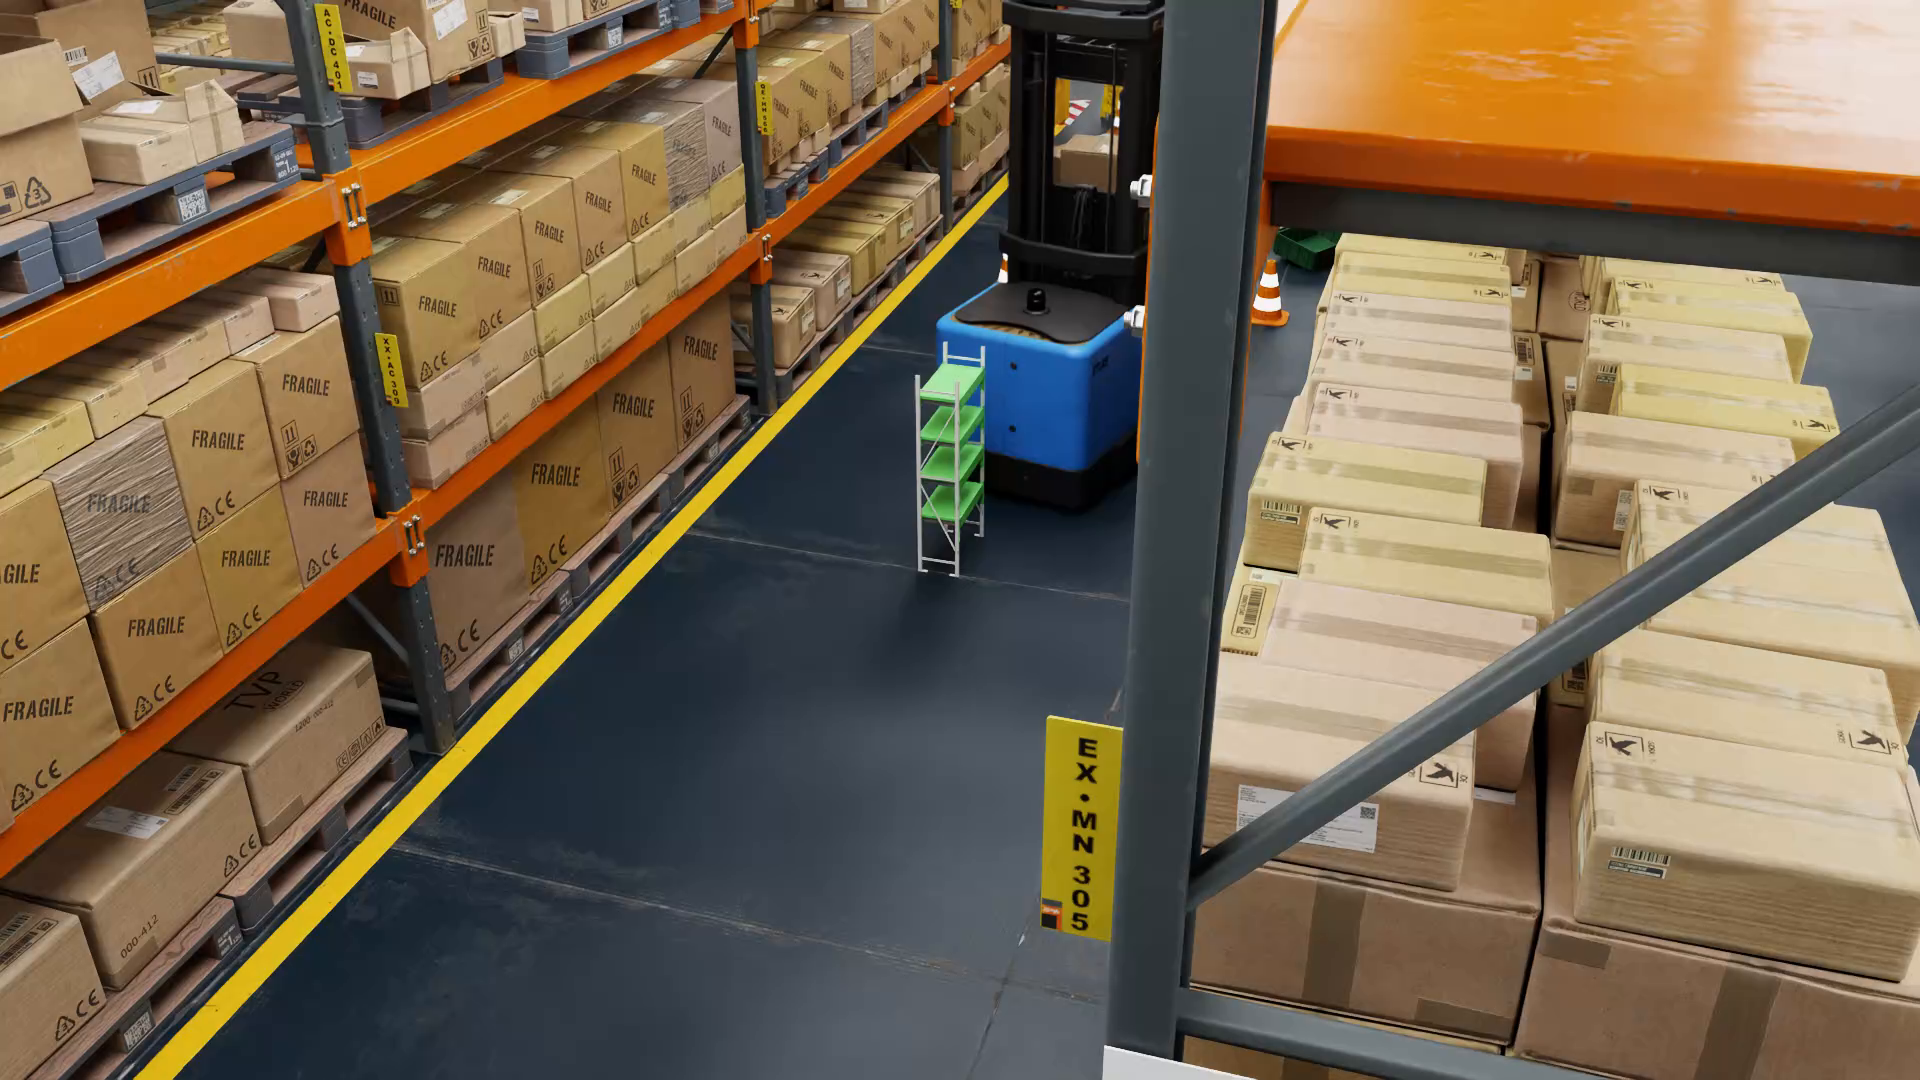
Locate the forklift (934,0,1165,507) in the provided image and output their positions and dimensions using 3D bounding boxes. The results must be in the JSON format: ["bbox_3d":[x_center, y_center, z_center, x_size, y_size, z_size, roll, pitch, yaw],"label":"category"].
[{"bbox_3d":[1.002,-2.160,10.617,1.130,2.935,3.031,15,33,25],"label":"forklift"}]

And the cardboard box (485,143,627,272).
[{"bbox_3d":[-2.090,-1.733,8.649,0.500,0.500,0.500,8,30,14],"label":"cardboard box"}]

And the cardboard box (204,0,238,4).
[{"bbox_3d":[-6.043,-4.409,13.820,0.380,0.149,0.250,8,30,14],"label":"cardboard box"}]

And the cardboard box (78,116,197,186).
[{"bbox_3d":[-2.872,-1.338,5.708,0.380,0.149,0.250,9,30,16],"label":"cardboard box"}]

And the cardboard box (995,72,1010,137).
[{"bbox_3d":[0.167,-4.129,15.713,0.500,0.500,0.500,10,31,17],"label":"cardboard box"}]

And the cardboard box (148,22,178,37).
[{"bbox_3d":[-6.322,-3.931,12.961,0.380,0.149,0.250,8,30,15],"label":"cardboard box"}]

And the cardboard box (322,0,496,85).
[{"bbox_3d":[-2.376,-2.281,7.145,0.500,0.500,0.500,8,30,14],"label":"cardboard box"}]

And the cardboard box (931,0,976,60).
[{"bbox_3d":[-0.169,-4.431,14.221,0.500,0.500,0.500,8,30,15],"label":"cardboard box"}]

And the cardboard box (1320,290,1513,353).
[{"bbox_3d":[0.965,-0.403,3.534,0.380,0.149,0.250,8,30,13],"label":"cardboard box"}]

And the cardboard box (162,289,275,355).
[{"bbox_3d":[-2.880,-0.844,6.382,0.380,0.149,0.250,9,30,16],"label":"cardboard box"}]

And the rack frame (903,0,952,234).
[{"bbox_3d":[-0.564,-4.093,14.022,1.000,3.000,0.127,8,30,15],"label":"rack frame"}]

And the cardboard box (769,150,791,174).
[{"bbox_3d":[-1.350,-2.559,11.091,0.380,0.149,0.250,7,30,12],"label":"cardboard box"}]

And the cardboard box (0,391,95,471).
[{"bbox_3d":[-3.134,-0.366,5.523,0.380,0.149,0.250,8,30,14],"label":"cardboard box"}]

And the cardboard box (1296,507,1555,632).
[{"bbox_3d":[0.732,0.089,2.649,0.380,0.149,0.250,8,30,13],"label":"cardboard box"}]

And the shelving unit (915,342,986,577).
[{"bbox_3d":[-0.049,-0.447,9.320,0.258,1.200,0.503,8,30,15],"label":"shelving unit"}]

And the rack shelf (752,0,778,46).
[{"bbox_3d":[-1.151,-4.160,11.797,1.077,0.370,4.000,8,30,15],"label":"rack shelf"}]

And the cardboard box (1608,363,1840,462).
[{"bbox_3d":[1.444,-0.201,3.170,0.380,0.149,0.250,9,30,16],"label":"cardboard box"}]

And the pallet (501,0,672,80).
[{"bbox_3d":[-2.202,-2.635,8.511,1.003,0.211,1.213,10,31,17],"label":"pallet"}]

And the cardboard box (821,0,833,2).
[{"bbox_3d":[-1.122,-4.040,13.087,0.500,0.500,0.500,9,30,15],"label":"cardboard box"}]

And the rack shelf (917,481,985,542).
[{"bbox_3d":[-0.049,-0.182,9.468,0.258,0.148,0.480,8,30,15],"label":"rack shelf"}]

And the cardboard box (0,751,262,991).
[{"bbox_3d":[-3.461,1.254,6.615,0.875,0.438,0.875,8,30,13],"label":"cardboard box"}]

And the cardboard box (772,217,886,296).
[{"bbox_3d":[-1.126,-2.226,12.937,0.950,0.372,0.625,10,30,17],"label":"cardboard box"}]

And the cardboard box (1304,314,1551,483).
[{"bbox_3d":[1.028,-0.279,3.721,0.500,0.250,0.500,7,30,13],"label":"cardboard box"}]

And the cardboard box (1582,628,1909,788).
[{"bbox_3d":[1.080,0.271,2.321,0.380,0.149,0.250,10,31,17],"label":"cardboard box"}]

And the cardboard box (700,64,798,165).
[{"bbox_3d":[-1.385,-2.767,10.798,0.500,0.500,0.500,8,30,13],"label":"cardboard box"}]

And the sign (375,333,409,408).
[{"bbox_3d":[-2.381,-0.710,6.968,0.100,0.325,0.005,8,30,15],"label":"sign"}]

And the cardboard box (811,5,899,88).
[{"bbox_3d":[-0.782,-3.733,12.534,0.500,0.500,0.500,10,30,17],"label":"cardboard box"}]

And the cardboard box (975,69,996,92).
[{"bbox_3d":[0.110,-4.210,15.191,0.380,0.149,0.250,10,31,17],"label":"cardboard box"}]

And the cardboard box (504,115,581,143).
[{"bbox_3d":[-2.420,-2.050,9.219,0.500,0.500,0.500,9,30,16],"label":"cardboard box"}]

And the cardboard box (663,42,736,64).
[{"bbox_3d":[-1.729,-3.084,11.367,0.500,0.500,0.500,8,30,14],"label":"cardboard box"}]

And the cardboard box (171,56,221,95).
[{"bbox_3d":[-5.973,-3.497,12.591,0.500,0.250,0.500,9,30,16],"label":"cardboard box"}]

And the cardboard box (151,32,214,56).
[{"bbox_3d":[-5.917,-3.744,12.625,0.380,0.149,0.250,9,30,15],"label":"cardboard box"}]

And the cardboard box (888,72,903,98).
[{"bbox_3d":[-0.658,-3.524,12.826,0.380,0.149,0.250,9,30,15],"label":"cardboard box"}]

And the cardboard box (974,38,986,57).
[{"bbox_3d":[0.014,-4.446,14.916,0.380,0.149,0.250,9,30,16],"label":"cardboard box"}]

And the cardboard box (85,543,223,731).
[{"bbox_3d":[-3.083,0.309,6.006,0.500,0.500,0.500,8,30,14],"label":"cardboard box"}]

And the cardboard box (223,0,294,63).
[{"bbox_3d":[-2.854,-2.270,7.319,0.500,0.311,0.500,8,30,15],"label":"cardboard box"}]

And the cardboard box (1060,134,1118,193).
[{"bbox_3d":[1.146,-3.091,14.014,0.500,0.500,0.500,8,30,15],"label":"cardboard box"}]

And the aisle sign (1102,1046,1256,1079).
[{"bbox_3d":[0.367,0.998,2.196,0.394,0.787,0.004,8,30,15],"label":"aisle sign"}]

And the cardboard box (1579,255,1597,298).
[{"bbox_3d":[1.721,-0.684,4.038,0.380,0.149,0.250,7,30,13],"label":"cardboard box"}]

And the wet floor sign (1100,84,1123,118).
[{"bbox_3d":[1.689,-4.859,17.820,0.267,0.644,0.232,20,35,32],"label":"wet floor sign"}]

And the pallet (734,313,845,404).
[{"bbox_3d":[-1.508,-1.378,12.011,1.003,0.211,1.213,8,30,15],"label":"pallet"}]

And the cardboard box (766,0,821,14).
[{"bbox_3d":[-1.261,-4.046,12.429,0.380,0.149,0.250,10,31,18],"label":"cardboard box"}]

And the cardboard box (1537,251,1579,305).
[{"bbox_3d":[1.793,-0.689,4.457,0.500,0.250,0.500,7,30,13],"label":"cardboard box"}]

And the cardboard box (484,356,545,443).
[{"bbox_3d":[-2.380,-0.717,8.108,0.500,0.250,0.500,8,30,14],"label":"cardboard box"}]

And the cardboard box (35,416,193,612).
[{"bbox_3d":[-3.084,-0.125,5.757,0.500,0.500,0.500,9,30,16],"label":"cardboard box"}]

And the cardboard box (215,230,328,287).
[{"bbox_3d":[-3.021,-1.099,7.509,0.500,0.500,0.500,9,30,16],"label":"cardboard box"}]

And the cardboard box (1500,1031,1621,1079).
[{"bbox_3d":[1.051,0.726,2.429,0.500,0.250,0.500,10,30,17],"label":"cardboard box"}]

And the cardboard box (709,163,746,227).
[{"bbox_3d":[-1.638,-2.126,10.125,0.500,0.250,0.500,8,30,15],"label":"cardboard box"}]

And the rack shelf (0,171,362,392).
[{"bbox_3d":[-3.499,-0.442,5.114,1.077,0.370,4.000,8,30,15],"label":"rack shelf"}]

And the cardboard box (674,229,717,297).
[{"bbox_3d":[-1.773,-1.657,9.797,0.500,0.250,0.500,9,30,16],"label":"cardboard box"}]

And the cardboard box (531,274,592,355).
[{"bbox_3d":[-2.214,-1.169,8.406,0.500,0.250,0.500,9,30,16],"label":"cardboard box"}]

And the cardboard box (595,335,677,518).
[{"bbox_3d":[-2.286,-0.766,9.795,0.875,0.875,0.875,9,30,15],"label":"cardboard box"}]

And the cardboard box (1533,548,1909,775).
[{"bbox_3d":[1.205,0.270,2.734,0.500,0.250,0.500,8,30,14],"label":"cardboard box"}]

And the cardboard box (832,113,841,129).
[{"bbox_3d":[-1.083,-3.064,11.999,0.380,0.149,0.250,10,31,17],"label":"cardboard box"}]

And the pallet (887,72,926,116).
[{"bbox_3d":[-0.928,-3.675,13.467,1.003,0.211,1.213,8,30,15],"label":"pallet"}]

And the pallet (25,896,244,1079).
[{"bbox_3d":[-3.567,1.754,6.379,1.003,0.211,1.213,8,30,15],"label":"pallet"}]
